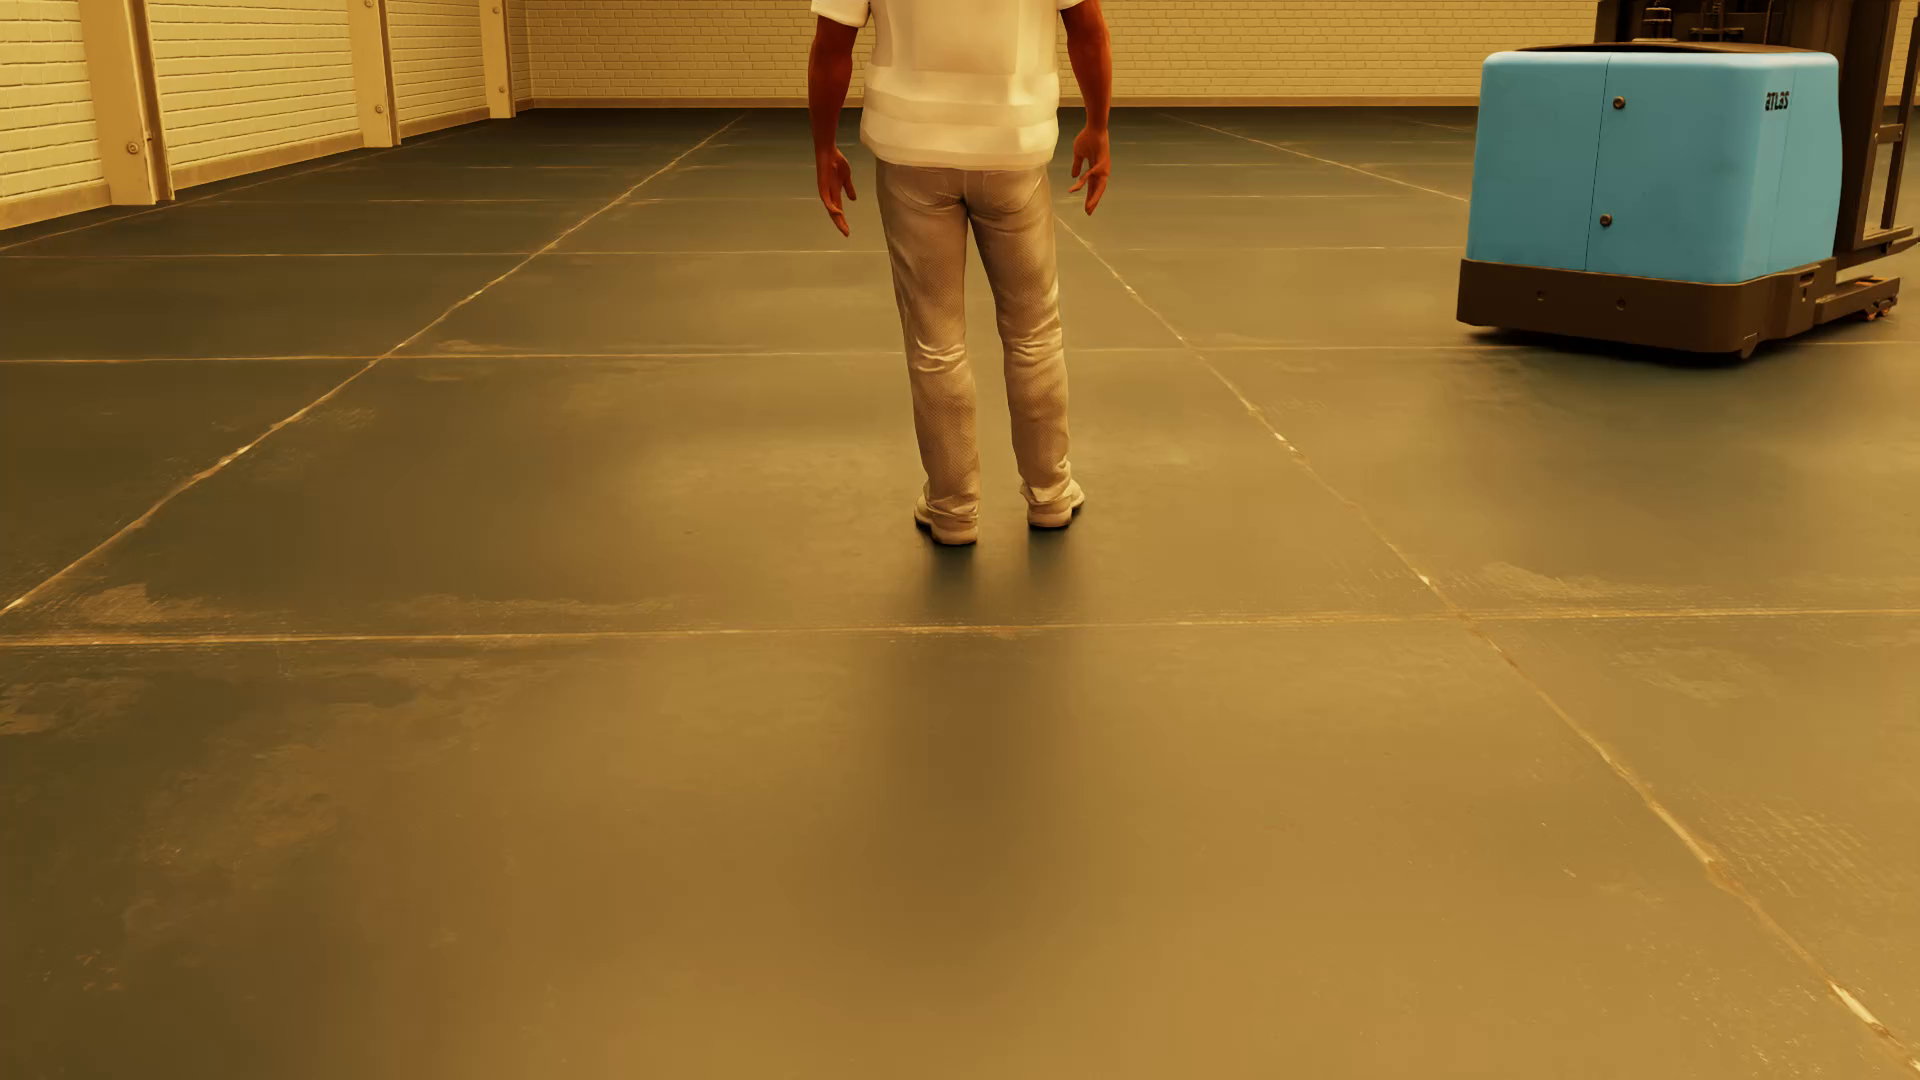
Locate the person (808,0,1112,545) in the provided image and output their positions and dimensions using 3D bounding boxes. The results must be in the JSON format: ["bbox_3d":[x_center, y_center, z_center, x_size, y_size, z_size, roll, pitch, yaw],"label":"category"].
[{"bbox_3d":[0.001,-0.872,3.725,0.666,1.768,0.575,-1,17,-3],"label":"person"}]

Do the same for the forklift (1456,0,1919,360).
[{"bbox_3d":[3.316,-2.396,6.739,1.130,2.935,3.031,16,23,42],"label":"forklift"}]
